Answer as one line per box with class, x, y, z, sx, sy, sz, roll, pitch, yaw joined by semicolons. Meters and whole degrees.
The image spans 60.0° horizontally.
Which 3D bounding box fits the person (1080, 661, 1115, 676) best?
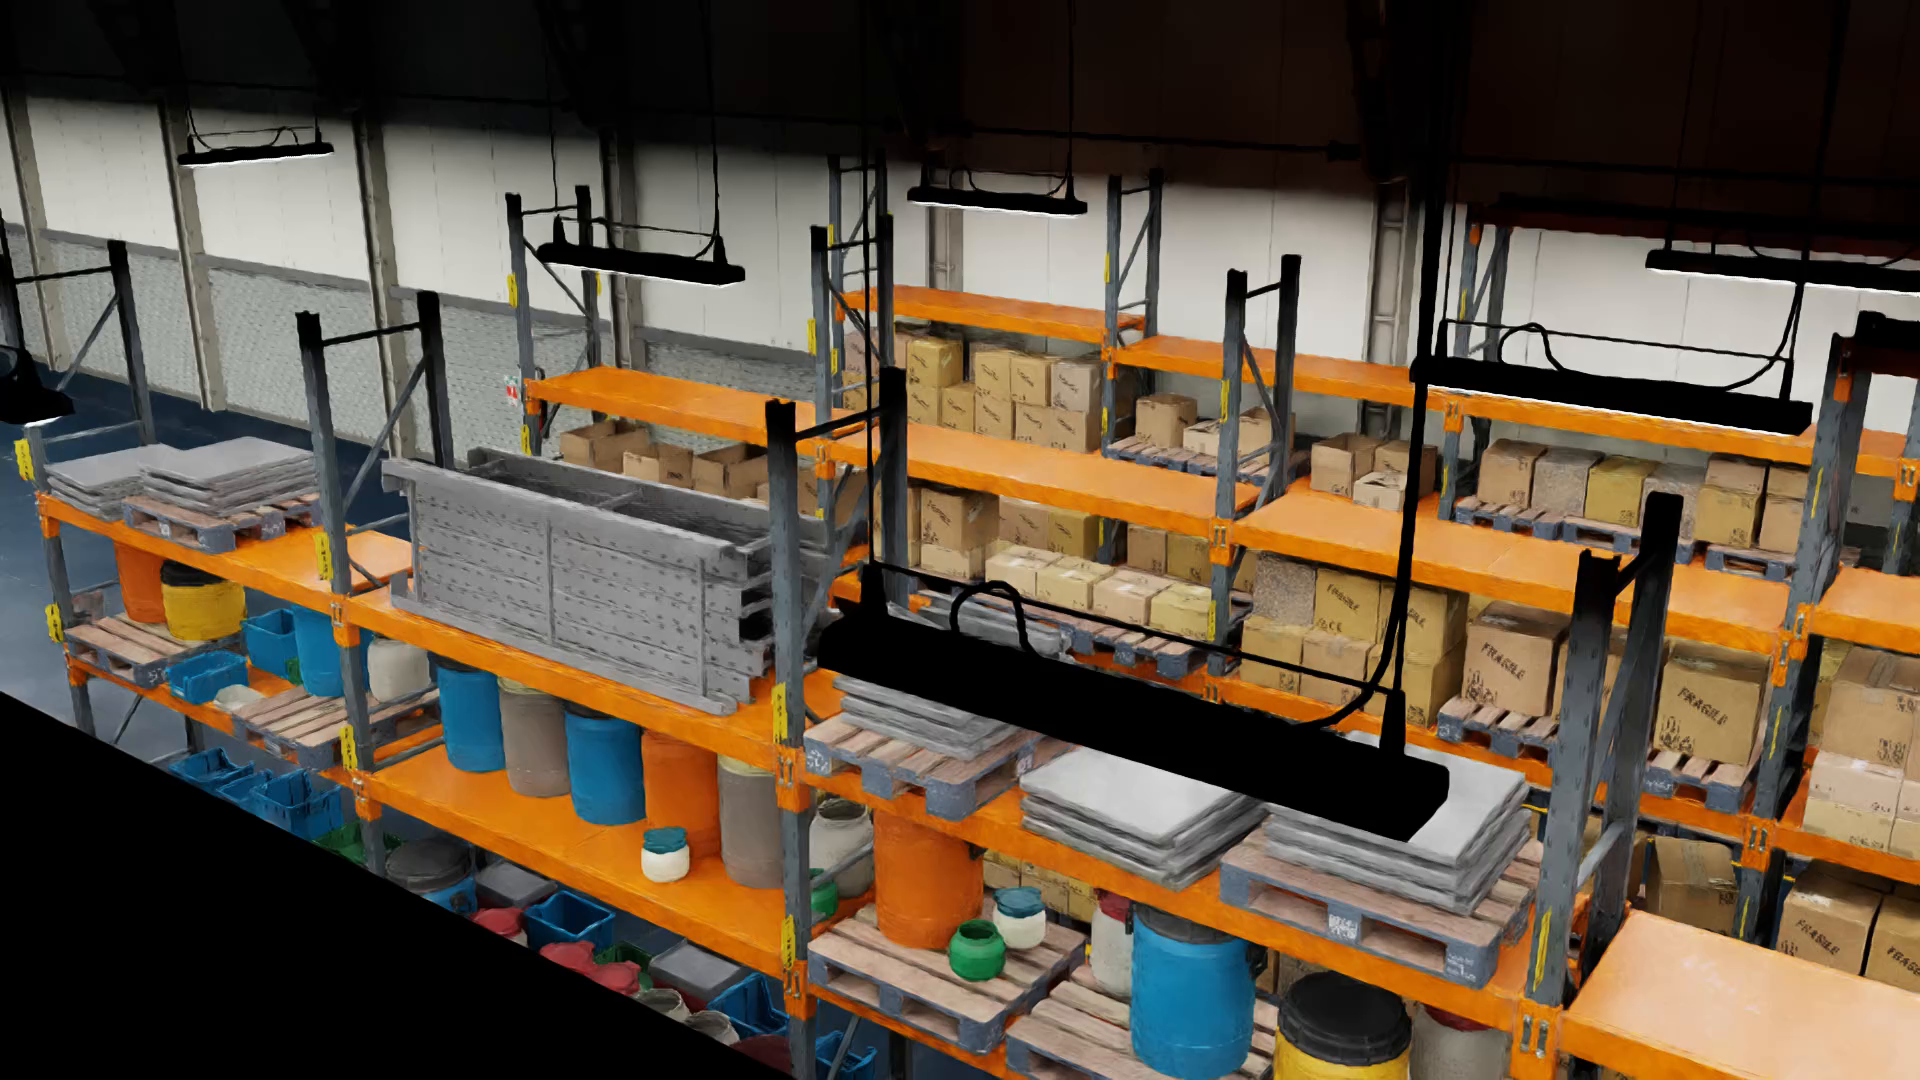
person;1.559;1.289;18.707;0.506;1.602;0.420;3;19;10
